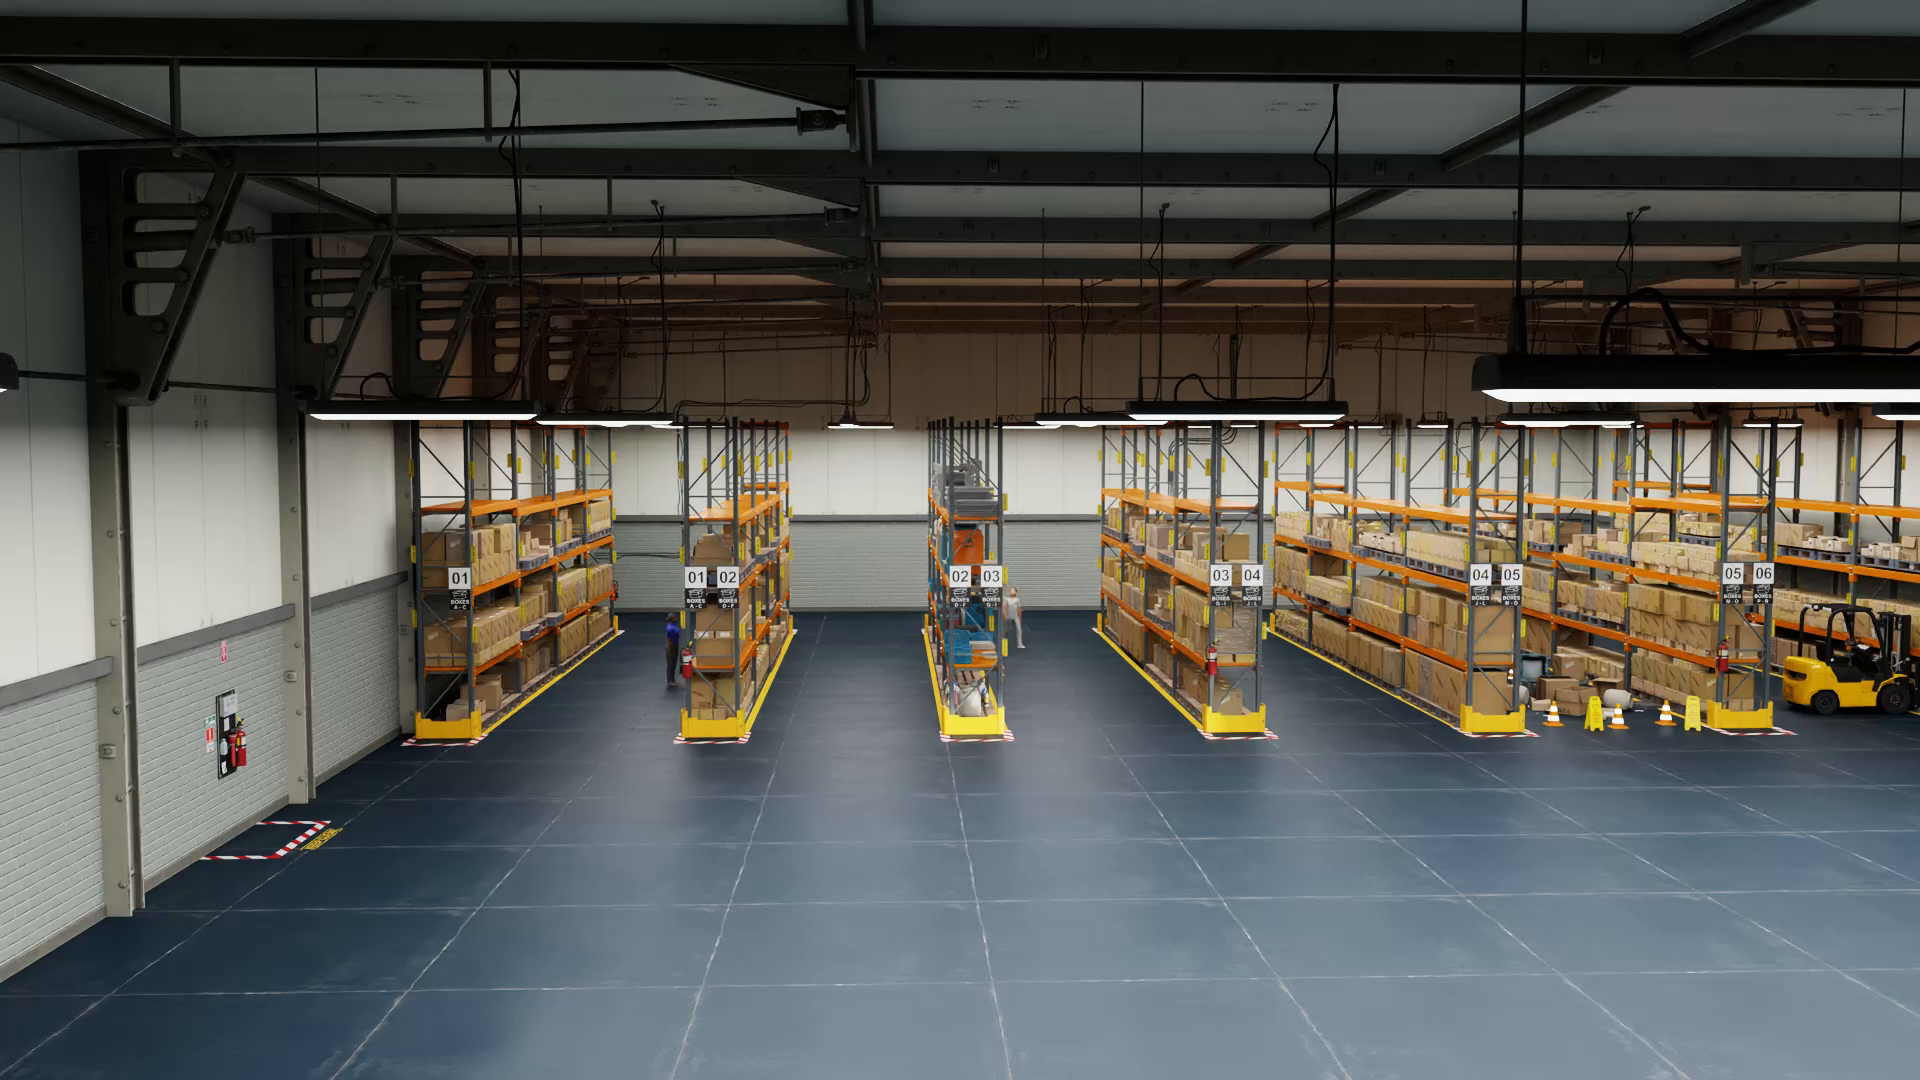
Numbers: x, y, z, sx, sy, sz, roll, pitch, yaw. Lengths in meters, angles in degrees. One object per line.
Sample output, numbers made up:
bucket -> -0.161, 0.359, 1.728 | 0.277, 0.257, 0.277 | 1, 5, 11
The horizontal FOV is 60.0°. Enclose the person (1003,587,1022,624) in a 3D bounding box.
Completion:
person -> 1.351, 1.738, 43.863 | 0.530, 0.978, 0.388 | -2, 4, -25
